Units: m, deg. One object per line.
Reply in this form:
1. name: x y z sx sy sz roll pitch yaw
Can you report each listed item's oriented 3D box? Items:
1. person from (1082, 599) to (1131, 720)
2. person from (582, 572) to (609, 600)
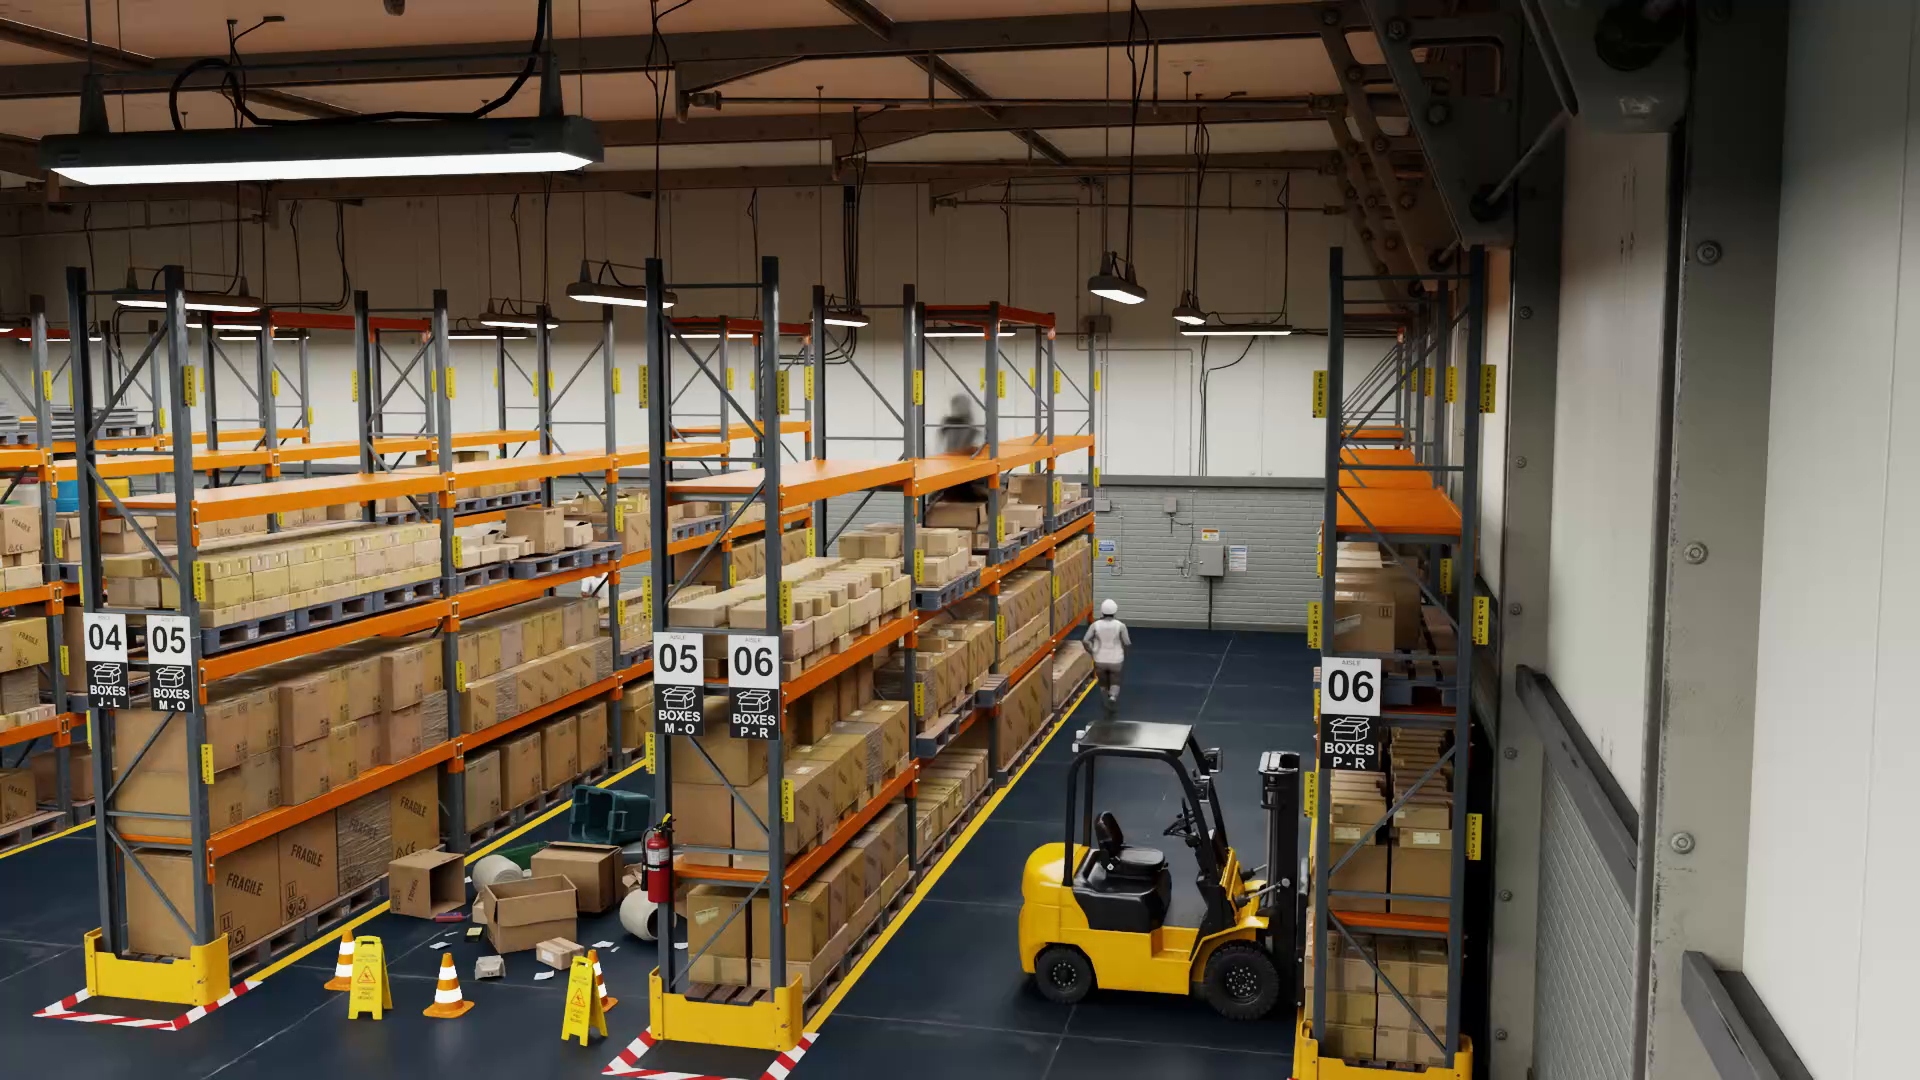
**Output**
1. person: 2.049 1.680 23.161 0.676 1.728 0.699 1 6 10
2. person: -6.526 1.216 30.335 0.722 1.755 0.909 -2 6 -19
